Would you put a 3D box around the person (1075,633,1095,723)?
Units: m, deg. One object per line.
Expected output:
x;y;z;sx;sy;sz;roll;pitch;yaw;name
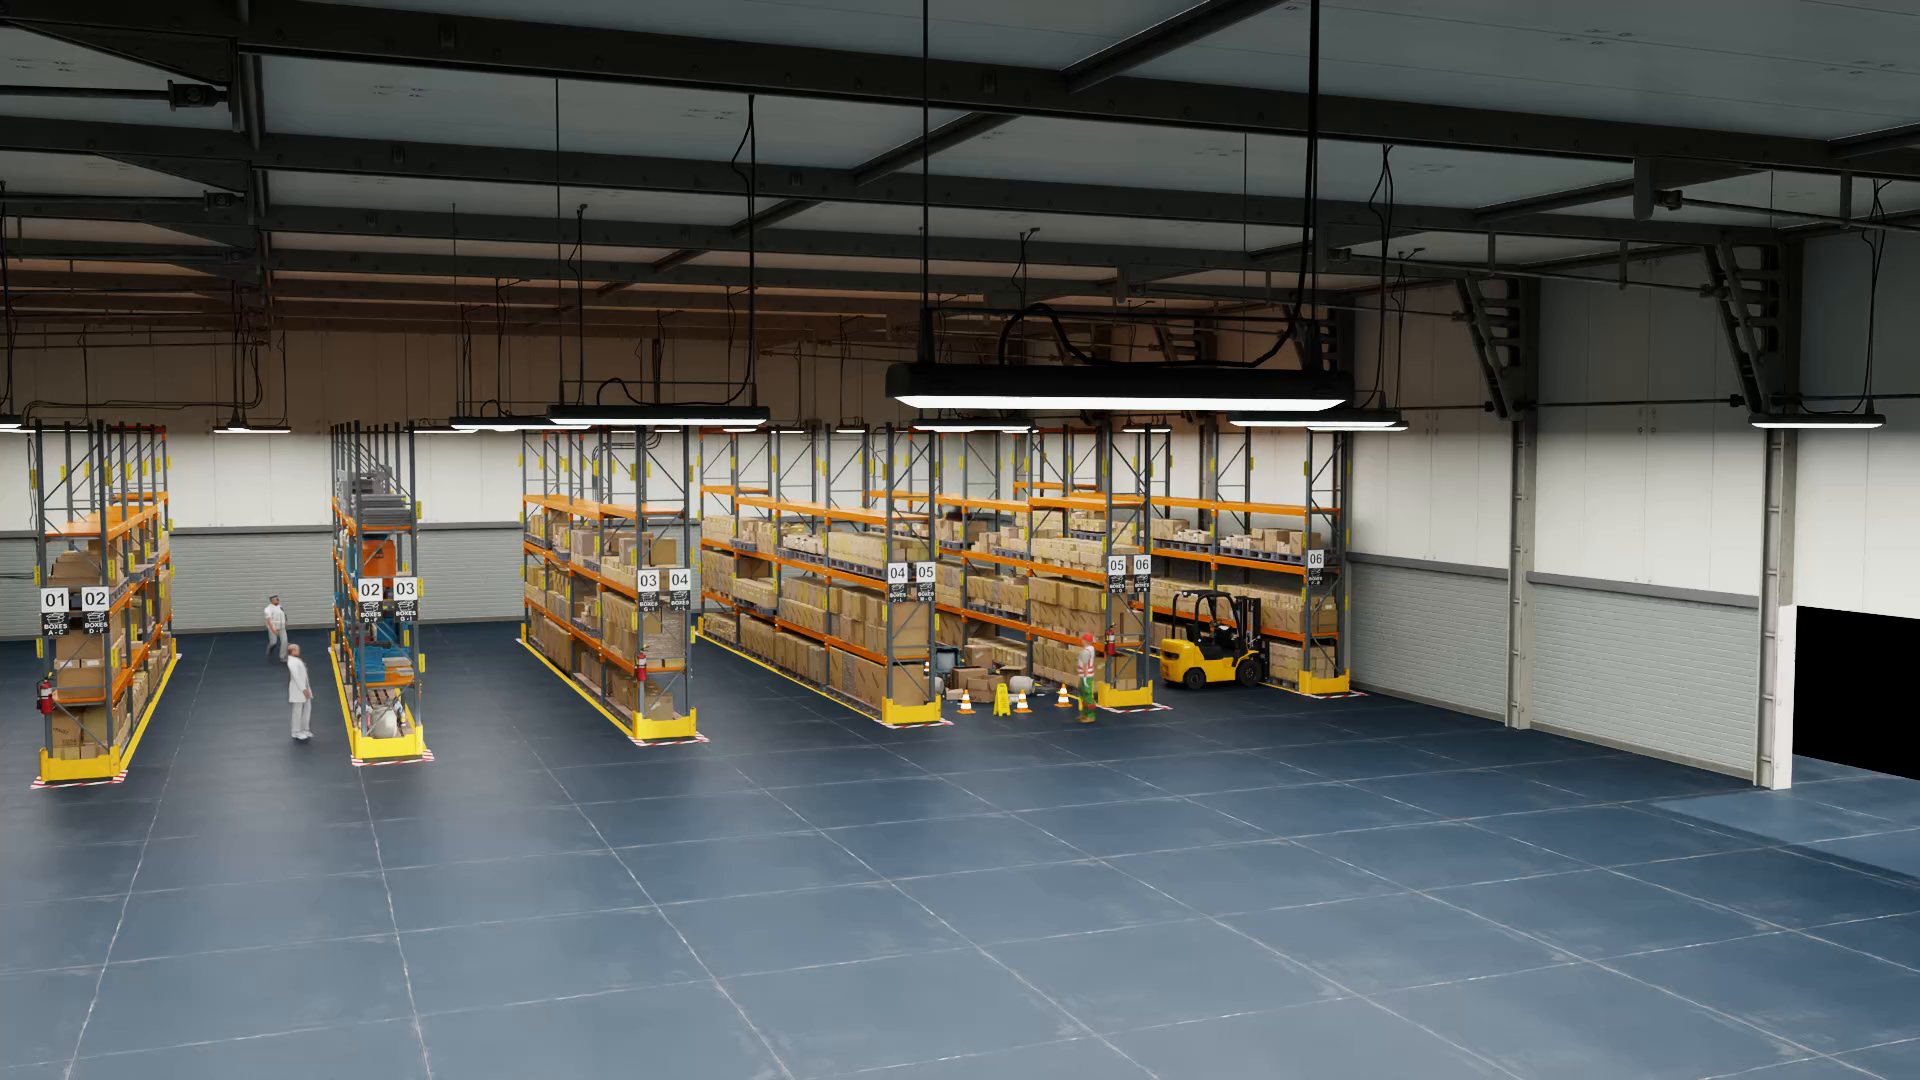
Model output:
2.497;2.738;33.278;0.420;1.804;0.730;0;4;6;person

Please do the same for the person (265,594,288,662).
-17.328;2.244;42.237;0.647;1.752;0.574;3;4;37;person

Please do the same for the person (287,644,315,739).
-12.497;2.882;31.513;0.565;1.831;0.598;0;4;6;person
